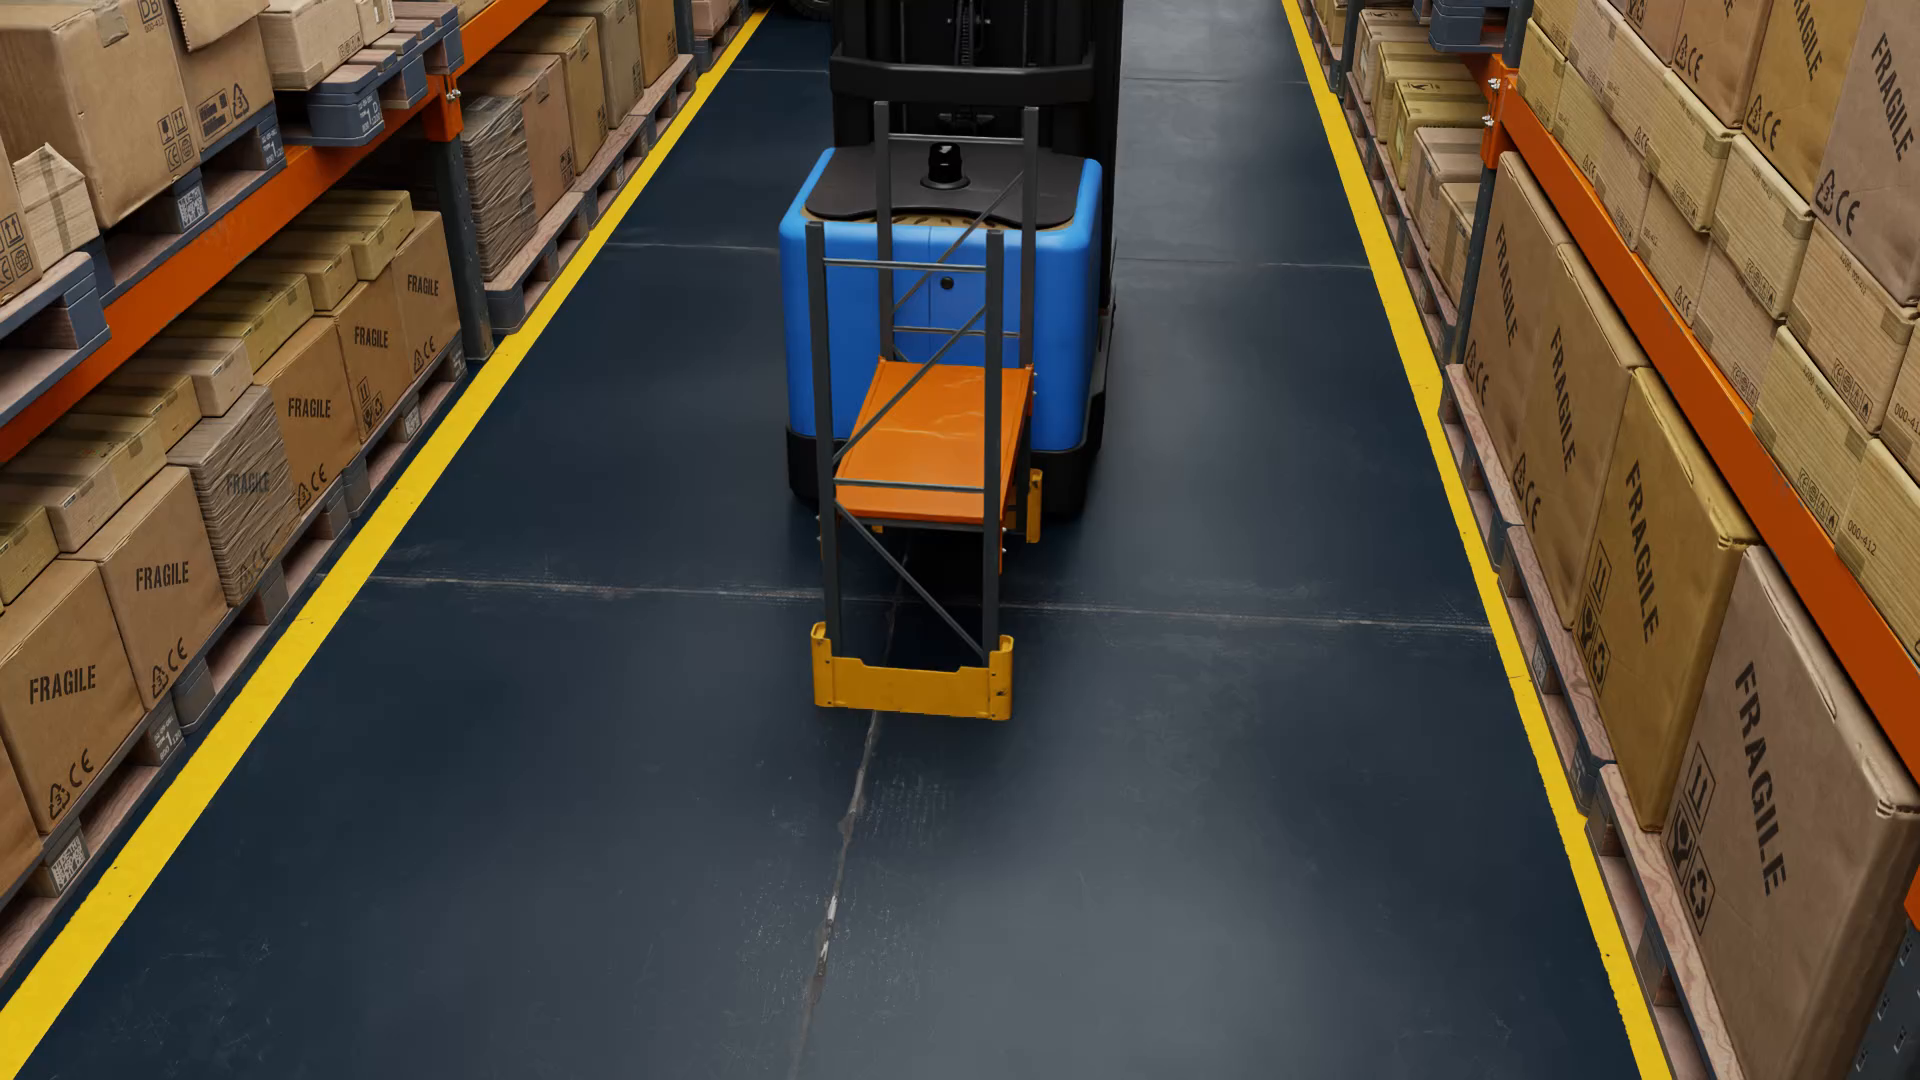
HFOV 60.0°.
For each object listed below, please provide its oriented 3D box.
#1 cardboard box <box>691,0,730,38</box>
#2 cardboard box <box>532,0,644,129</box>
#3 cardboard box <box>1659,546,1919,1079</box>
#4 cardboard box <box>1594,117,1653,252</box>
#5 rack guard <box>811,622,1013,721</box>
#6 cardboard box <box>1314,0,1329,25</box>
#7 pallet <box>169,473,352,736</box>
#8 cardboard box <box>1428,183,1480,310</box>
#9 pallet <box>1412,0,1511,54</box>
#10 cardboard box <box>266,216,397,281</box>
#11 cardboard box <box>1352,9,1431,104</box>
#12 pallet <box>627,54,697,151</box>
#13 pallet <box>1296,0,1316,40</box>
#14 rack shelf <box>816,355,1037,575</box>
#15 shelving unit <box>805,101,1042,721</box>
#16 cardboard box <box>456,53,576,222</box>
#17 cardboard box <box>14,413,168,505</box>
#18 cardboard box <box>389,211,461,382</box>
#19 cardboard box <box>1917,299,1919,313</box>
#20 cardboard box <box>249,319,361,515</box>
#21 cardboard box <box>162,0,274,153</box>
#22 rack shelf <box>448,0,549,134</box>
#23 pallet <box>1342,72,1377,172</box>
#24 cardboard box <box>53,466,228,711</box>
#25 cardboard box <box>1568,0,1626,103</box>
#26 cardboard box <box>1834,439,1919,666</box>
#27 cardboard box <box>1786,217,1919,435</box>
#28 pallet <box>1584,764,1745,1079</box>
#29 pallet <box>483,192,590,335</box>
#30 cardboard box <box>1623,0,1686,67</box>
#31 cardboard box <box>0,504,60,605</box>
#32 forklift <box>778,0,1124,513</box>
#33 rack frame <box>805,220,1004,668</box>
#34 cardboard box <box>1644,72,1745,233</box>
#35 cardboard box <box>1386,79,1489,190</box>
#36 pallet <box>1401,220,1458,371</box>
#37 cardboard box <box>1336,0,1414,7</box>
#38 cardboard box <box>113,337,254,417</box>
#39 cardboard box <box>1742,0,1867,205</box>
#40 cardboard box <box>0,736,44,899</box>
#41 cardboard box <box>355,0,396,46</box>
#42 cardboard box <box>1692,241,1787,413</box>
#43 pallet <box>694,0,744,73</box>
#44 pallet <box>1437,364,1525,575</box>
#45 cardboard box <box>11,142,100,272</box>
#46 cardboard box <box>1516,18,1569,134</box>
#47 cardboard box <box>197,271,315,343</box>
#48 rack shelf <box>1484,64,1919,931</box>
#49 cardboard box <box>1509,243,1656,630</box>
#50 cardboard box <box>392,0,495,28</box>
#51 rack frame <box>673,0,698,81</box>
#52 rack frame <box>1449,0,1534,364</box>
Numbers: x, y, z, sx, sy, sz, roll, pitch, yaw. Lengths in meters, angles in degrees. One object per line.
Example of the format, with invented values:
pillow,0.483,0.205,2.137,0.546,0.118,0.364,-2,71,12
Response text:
cardboard box,-1.780,-3.407,10.640,0.500,0.250,0.500,3,32,4
cardboard box,-2.251,-2.649,9.052,0.875,0.625,0.625,2,32,3
cardboard box,2.118,0.632,3.491,0.875,0.875,0.875,3,32,6
cardboard box,2.109,-1.006,4.666,0.500,0.250,0.500,3,32,6
rack guard,-0.139,0.386,4.885,0.587,0.250,0.087,4,32,6
cardboard box,2.612,-3.557,10.884,0.500,0.250,0.500,2,32,3
pallet,-2.675,0.144,5.315,1.003,0.211,1.213,2,32,4
cardboard box,2.529,-1.213,6.964,0.950,0.372,0.625,0,32,1
pallet,2.424,-2.154,6.568,1.213,0.211,1.003,2,32,4
cardboard box,-2.254,-1.046,5.952,0.380,0.149,0.250,1,32,1
cardboard box,2.758,-2.735,9.434,0.950,0.372,0.625,3,32,5
pallet,-2.170,-2.586,9.745,1.003,0.211,1.213,2,32,4
pallet,2.914,-3.755,11.642,1.003,0.211,1.213,2,32,4
rack shelf,-0.076,-0.256,5.079,0.538,0.185,1.000,4,32,6
shelving unit,-0.077,-0.405,4.977,0.587,1.500,1.083,4,32,6
cardboard box,-2.365,-1.904,7.843,0.875,0.625,0.625,3,32,6
cardboard box,-2.462,-0.229,4.626,0.380,0.149,0.250,4,32,6
cardboard box,-2.295,-0.952,6.419,0.500,0.500,0.500,3,32,5
cardboard box,1.933,-0.479,2.620,0.500,0.500,0.500,3,32,6
cardboard box,-2.386,-0.417,5.551,0.500,0.500,0.500,4,32,6
cardboard box,-2.423,-1.429,4.712,0.797,0.503,0.637,2,32,3
rack shelf,-2.312,-2.808,8.133,1.077,0.370,4.000,2,32,4
pallet,2.736,-2.355,9.371,1.003,0.211,1.213,2,32,4
cardboard box,-2.458,0.126,4.669,0.500,0.500,0.500,2,32,3
cardboard box,2.142,-1.482,4.963,0.500,0.250,0.500,3,32,5
cardboard box,1.932,0.052,2.949,0.500,0.250,0.500,2,32,3
cardboard box,1.974,-0.418,3.236,0.500,0.250,0.500,3,32,5
pallet,2.135,1.014,3.903,1.003,0.211,1.213,2,32,4
pallet,-2.369,-1.310,7.674,1.003,0.211,1.213,2,32,4
cardboard box,2.100,-1.549,4.356,0.500,0.500,0.500,3,32,5
cardboard box,-2.542,0.030,4.207,0.380,0.149,0.250,2,32,3
forklift,0.090,-2.094,6.354,1.130,2.935,3.031,4,32,6
rack frame,-0.140,-0.145,4.556,0.500,1.500,0.032,4,32,6
cardboard box,2.035,-0.958,4.111,0.500,0.250,0.500,3,32,5
cardboard box,2.648,-1.996,8.234,0.950,0.372,0.625,3,32,6
pallet,2.538,-1.080,7.300,1.003,0.211,1.213,2,32,4
cardboard box,2.579,-3.598,10.235,0.500,0.500,0.500,2,32,3
cardboard box,-2.399,-0.498,5.062,0.380,0.149,0.250,1,32,2
cardboard box,2.029,-1.014,3.488,0.500,0.500,0.500,3,32,5
cardboard box,-2.537,0.666,3.793,0.500,0.500,0.500,4,32,6
cardboard box,-2.146,-1.780,5.619,0.380,0.149,0.250,3,32,5
cardboard box,2.035,-0.477,3.808,0.500,0.250,0.500,2,32,3
pallet,-2.043,-3.387,11.044,1.003,0.211,1.213,2,32,4
pallet,2.333,-0.262,5.974,1.003,0.211,1.213,2,32,4
cardboard box,-2.305,-0.808,3.930,0.396,0.266,0.258,4,32,6
cardboard box,2.182,-1.549,5.547,0.500,0.250,0.500,2,32,3
cardboard box,-2.386,-0.774,5.511,0.380,0.149,0.250,3,32,5
rack shelf,2.310,-0.506,4.398,1.077,0.370,4.000,2,32,4
cardboard box,2.257,-0.308,5.016,0.875,0.875,0.875,3,32,5
cardboard box,-2.195,-2.226,6.646,0.500,0.250,0.500,3,32,4
rack frame,-2.149,-4.160,9.641,1.000,3.000,0.127,2,32,4
rack frame,2.473,-1.858,5.906,1.000,3.000,0.127,2,32,4
